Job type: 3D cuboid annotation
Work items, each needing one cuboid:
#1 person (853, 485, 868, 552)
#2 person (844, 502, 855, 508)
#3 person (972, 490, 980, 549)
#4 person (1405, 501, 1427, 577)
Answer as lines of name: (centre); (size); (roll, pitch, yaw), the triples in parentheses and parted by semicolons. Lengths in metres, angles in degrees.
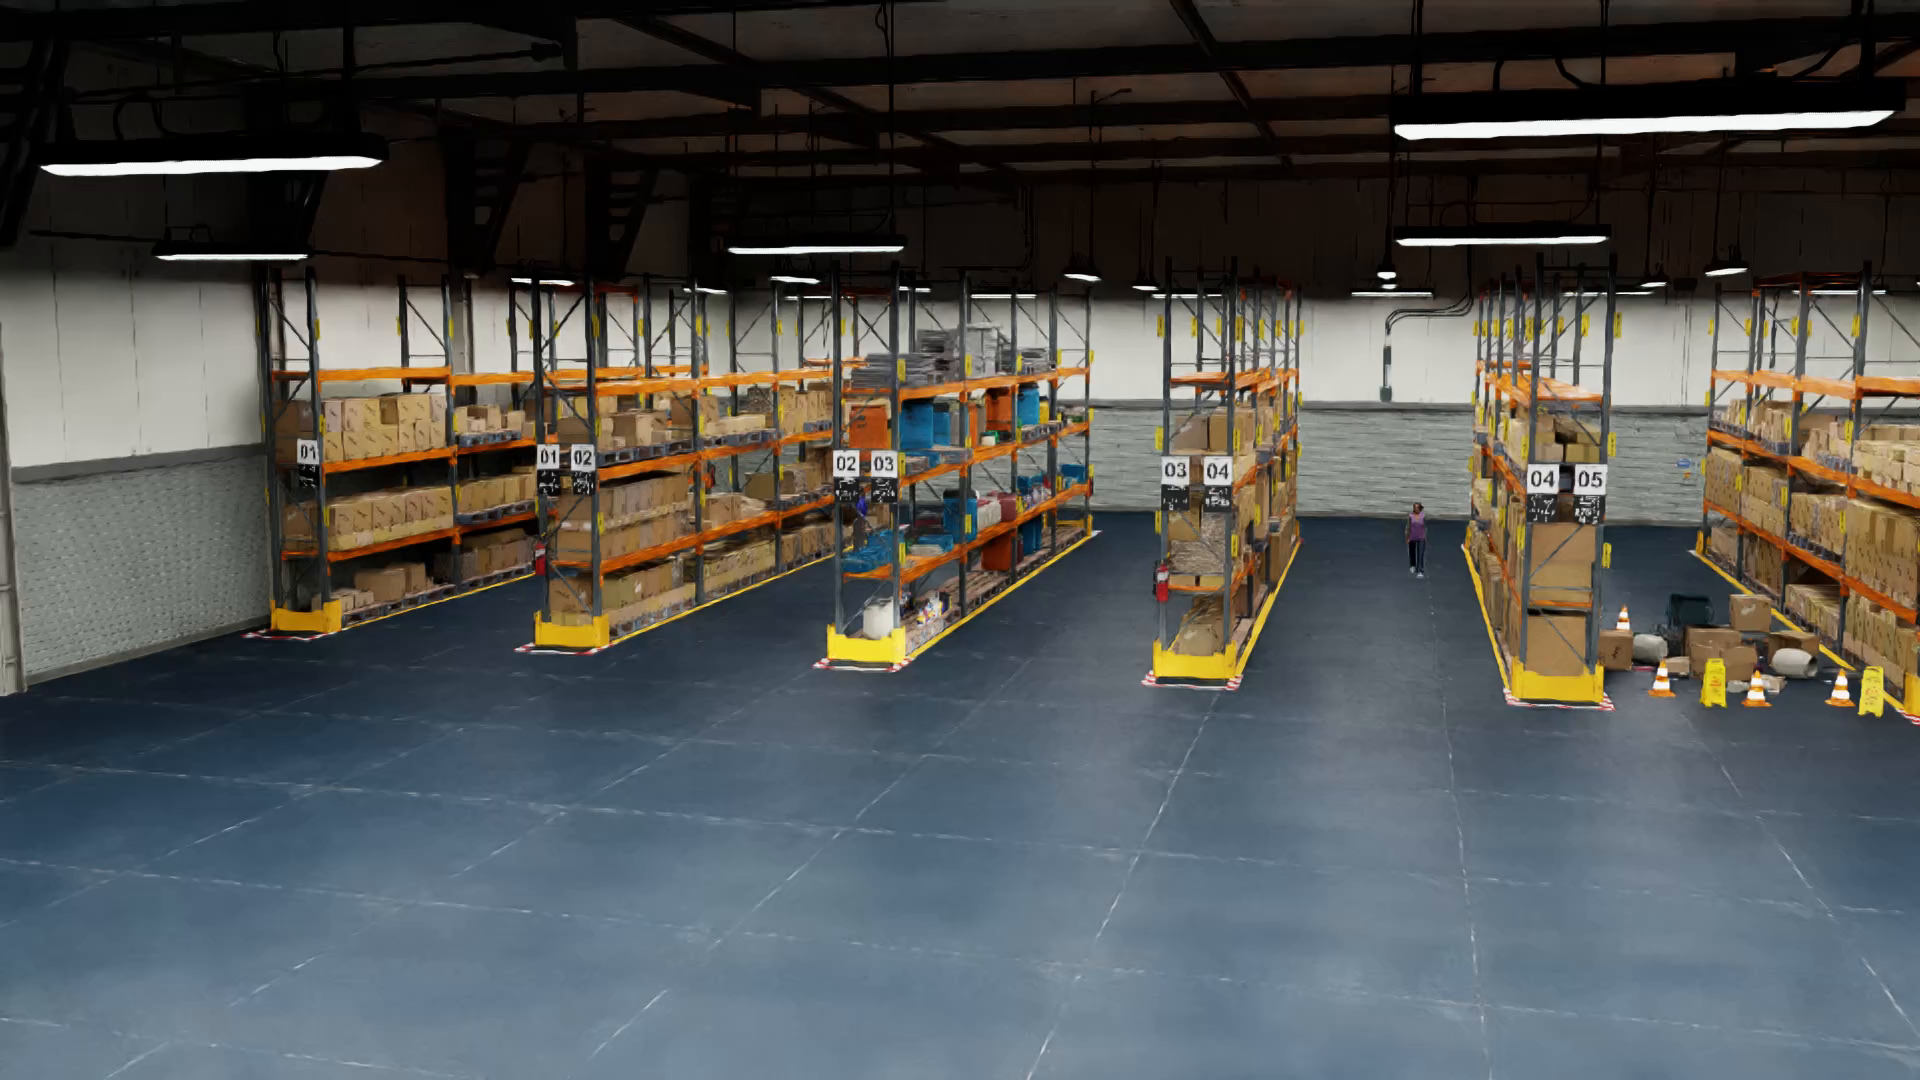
person: (-2.103, -0.357, 35.690); (0.441, 1.666, 0.552); (-1, 7, -6)
person: (-2.894, -1.301, 42.948); (0.507, 1.722, 0.631); (5, 9, 35)
person: (0.151, -0.545, 37.040); (0.577, 1.684, 1.107); (2, 8, 18)
person: (9.249, -0.039, 33.744); (0.417, 1.517, 1.037); (2, 8, 17)
